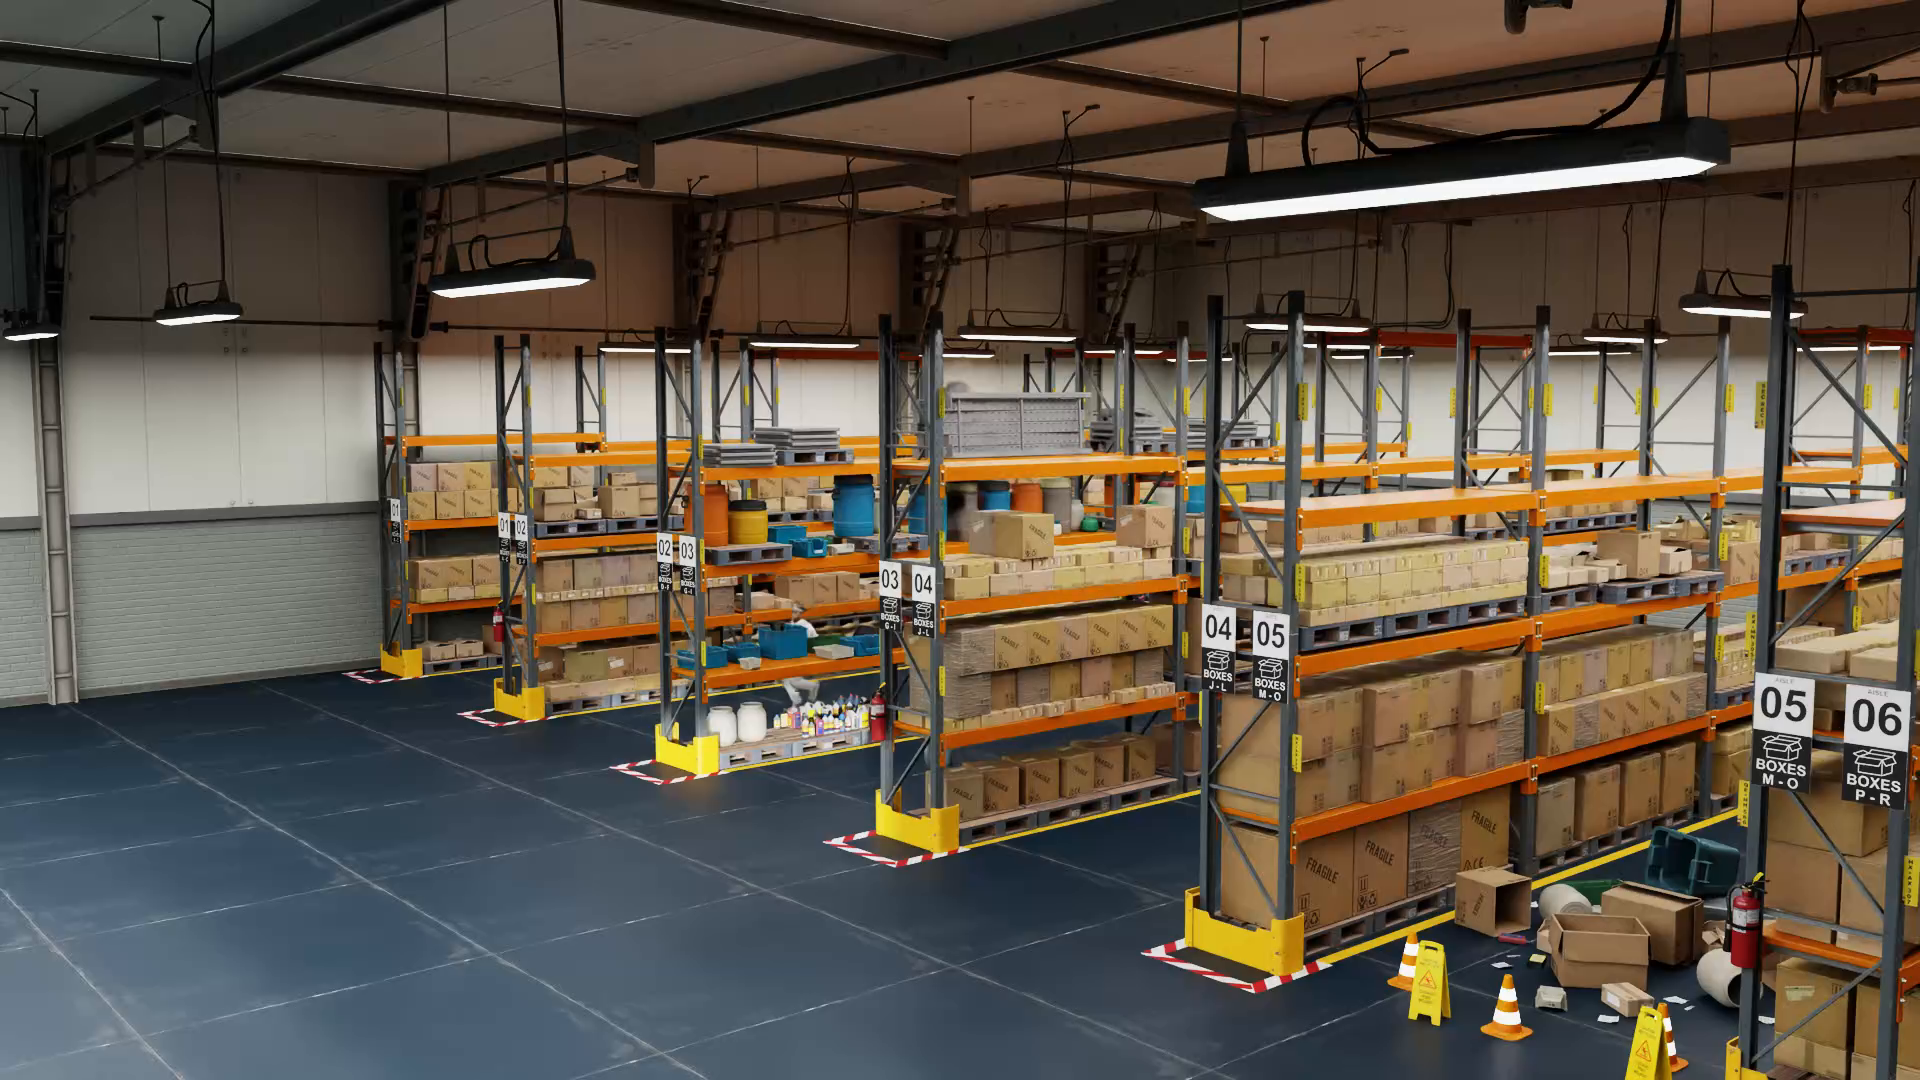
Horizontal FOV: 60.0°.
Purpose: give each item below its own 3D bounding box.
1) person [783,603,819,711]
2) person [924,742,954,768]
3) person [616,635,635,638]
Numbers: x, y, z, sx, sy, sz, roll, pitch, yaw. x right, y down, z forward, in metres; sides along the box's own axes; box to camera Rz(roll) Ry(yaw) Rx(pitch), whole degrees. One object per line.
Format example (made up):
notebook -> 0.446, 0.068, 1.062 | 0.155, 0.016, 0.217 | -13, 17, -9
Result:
person -> -2.595, 1.876, 26.741 | 0.665, 1.746, 0.603 | 5, 7, 42
person -> -0.334, 2.456, 21.144 | 0.736, 1.573, 0.830 | 3, 6, 26
person -> -5.944, 1.720, 29.279 | 0.608, 1.550, 0.530 | -5, 7, -41
